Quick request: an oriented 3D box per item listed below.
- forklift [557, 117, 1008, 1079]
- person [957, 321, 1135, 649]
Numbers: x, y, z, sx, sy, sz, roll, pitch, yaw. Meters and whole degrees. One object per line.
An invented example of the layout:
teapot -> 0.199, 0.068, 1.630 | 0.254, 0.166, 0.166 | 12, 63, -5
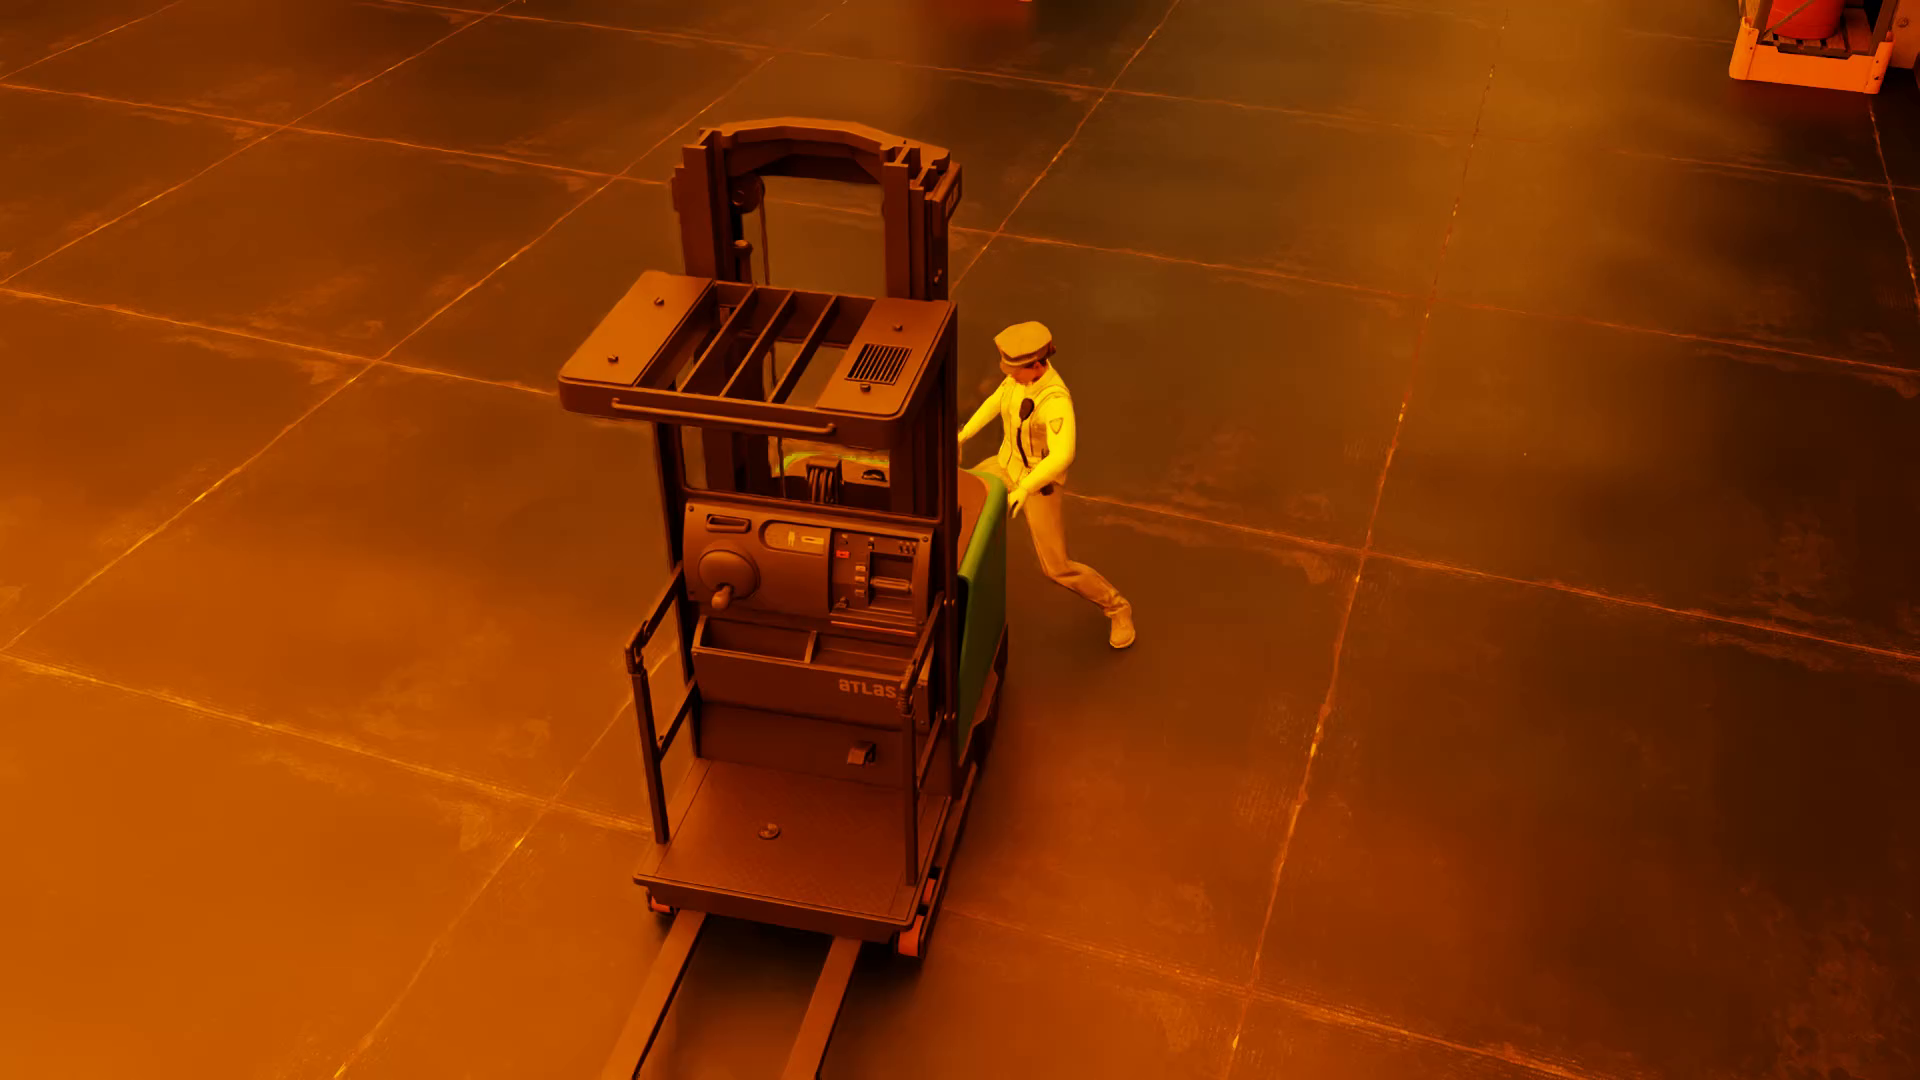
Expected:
forklift -> -0.604, 0.162, 5.883 | 1.130, 2.935, 3.031 | 7, 36, 10
person -> 0.250, -0.282, 7.786 | 0.937, 1.499, 1.093 | -15, 38, -20
